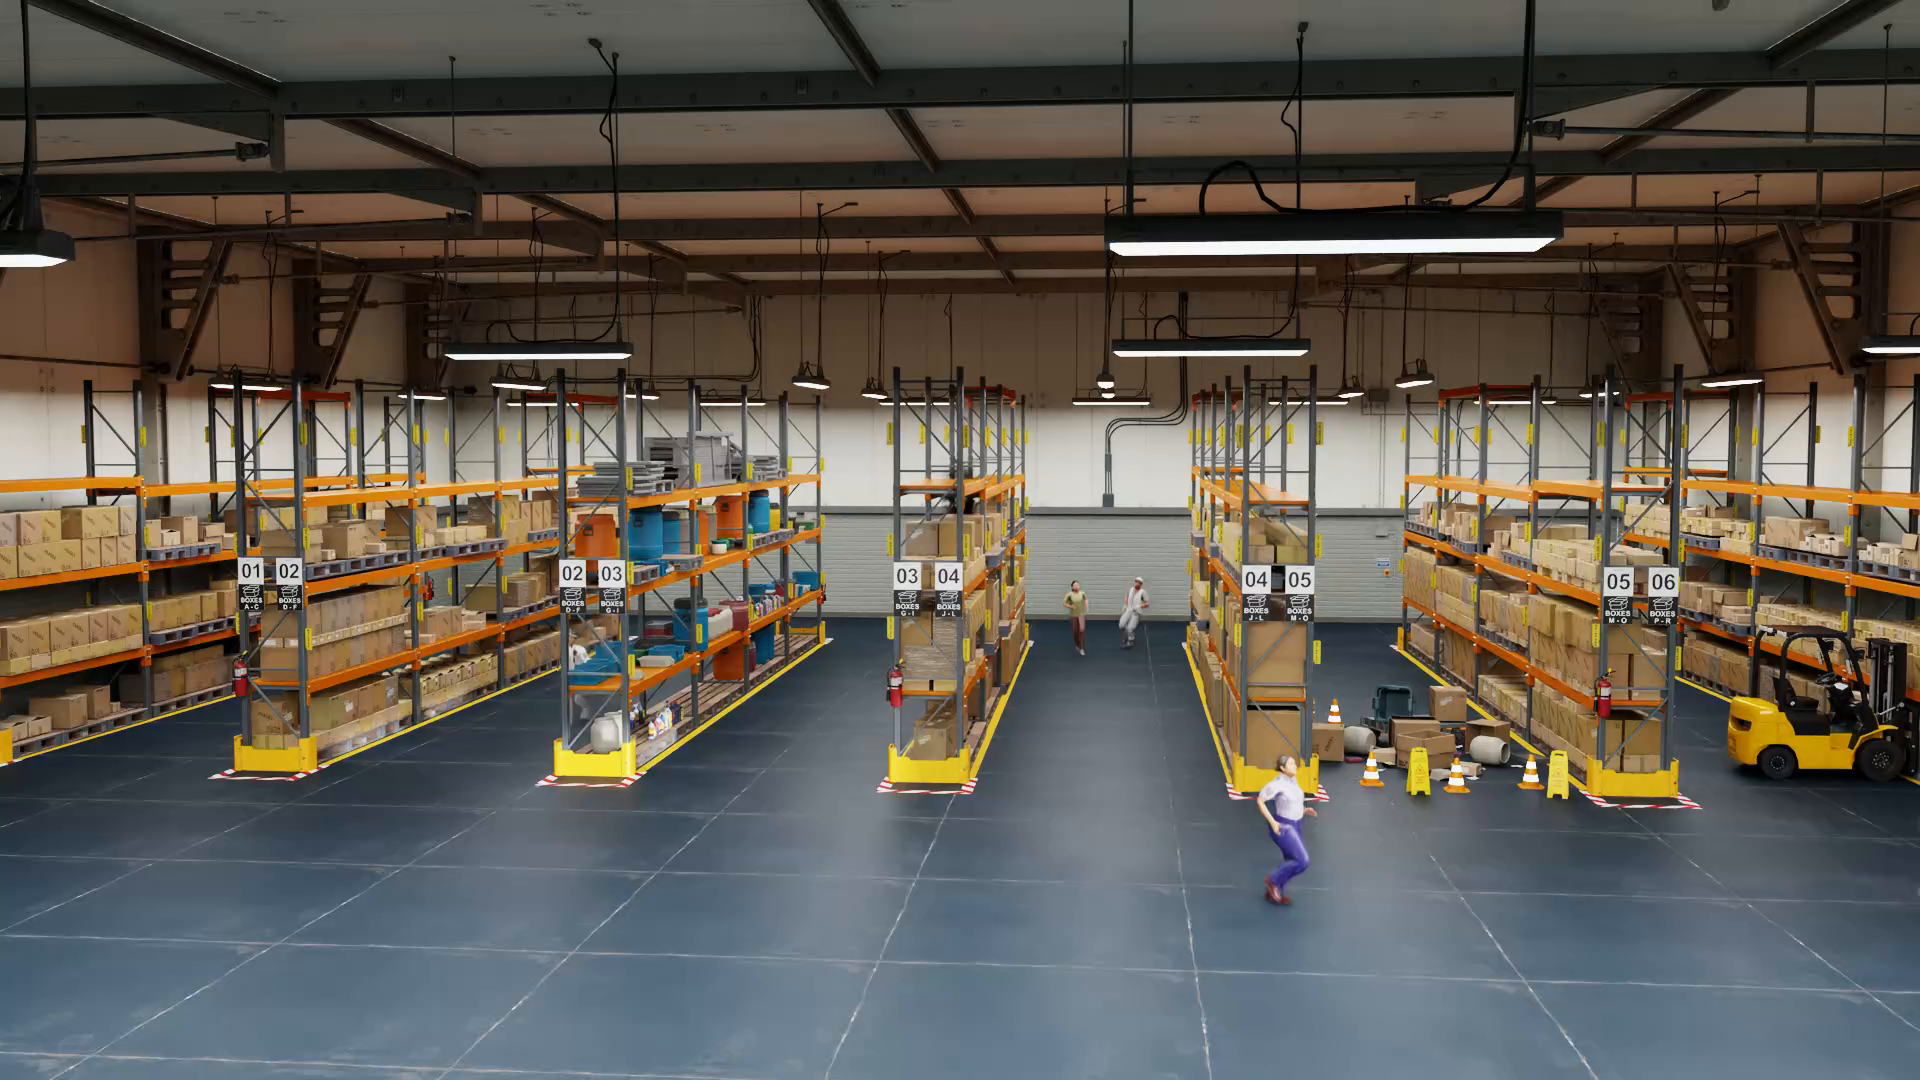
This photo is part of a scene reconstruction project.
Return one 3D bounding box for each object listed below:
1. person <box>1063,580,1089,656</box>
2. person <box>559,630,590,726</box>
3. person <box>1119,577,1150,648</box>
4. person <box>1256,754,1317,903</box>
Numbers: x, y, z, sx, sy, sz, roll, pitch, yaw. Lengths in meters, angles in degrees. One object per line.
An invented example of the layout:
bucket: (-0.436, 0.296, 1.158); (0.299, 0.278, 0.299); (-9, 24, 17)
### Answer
person: (2.667, 1.796, 38.354); (0.604, 1.739, 0.726); (0, 4, -4)
person: (-6.685, 2.385, 28.832); (0.632, 1.694, 0.819); (1, 4, 12)
person: (4.081, 1.720, 39.180); (0.734, 1.700, 0.515); (3, 4, 37)
person: (3.519, 3.091, 17.731); (0.583, 1.609, 0.592); (2, 4, 33)
